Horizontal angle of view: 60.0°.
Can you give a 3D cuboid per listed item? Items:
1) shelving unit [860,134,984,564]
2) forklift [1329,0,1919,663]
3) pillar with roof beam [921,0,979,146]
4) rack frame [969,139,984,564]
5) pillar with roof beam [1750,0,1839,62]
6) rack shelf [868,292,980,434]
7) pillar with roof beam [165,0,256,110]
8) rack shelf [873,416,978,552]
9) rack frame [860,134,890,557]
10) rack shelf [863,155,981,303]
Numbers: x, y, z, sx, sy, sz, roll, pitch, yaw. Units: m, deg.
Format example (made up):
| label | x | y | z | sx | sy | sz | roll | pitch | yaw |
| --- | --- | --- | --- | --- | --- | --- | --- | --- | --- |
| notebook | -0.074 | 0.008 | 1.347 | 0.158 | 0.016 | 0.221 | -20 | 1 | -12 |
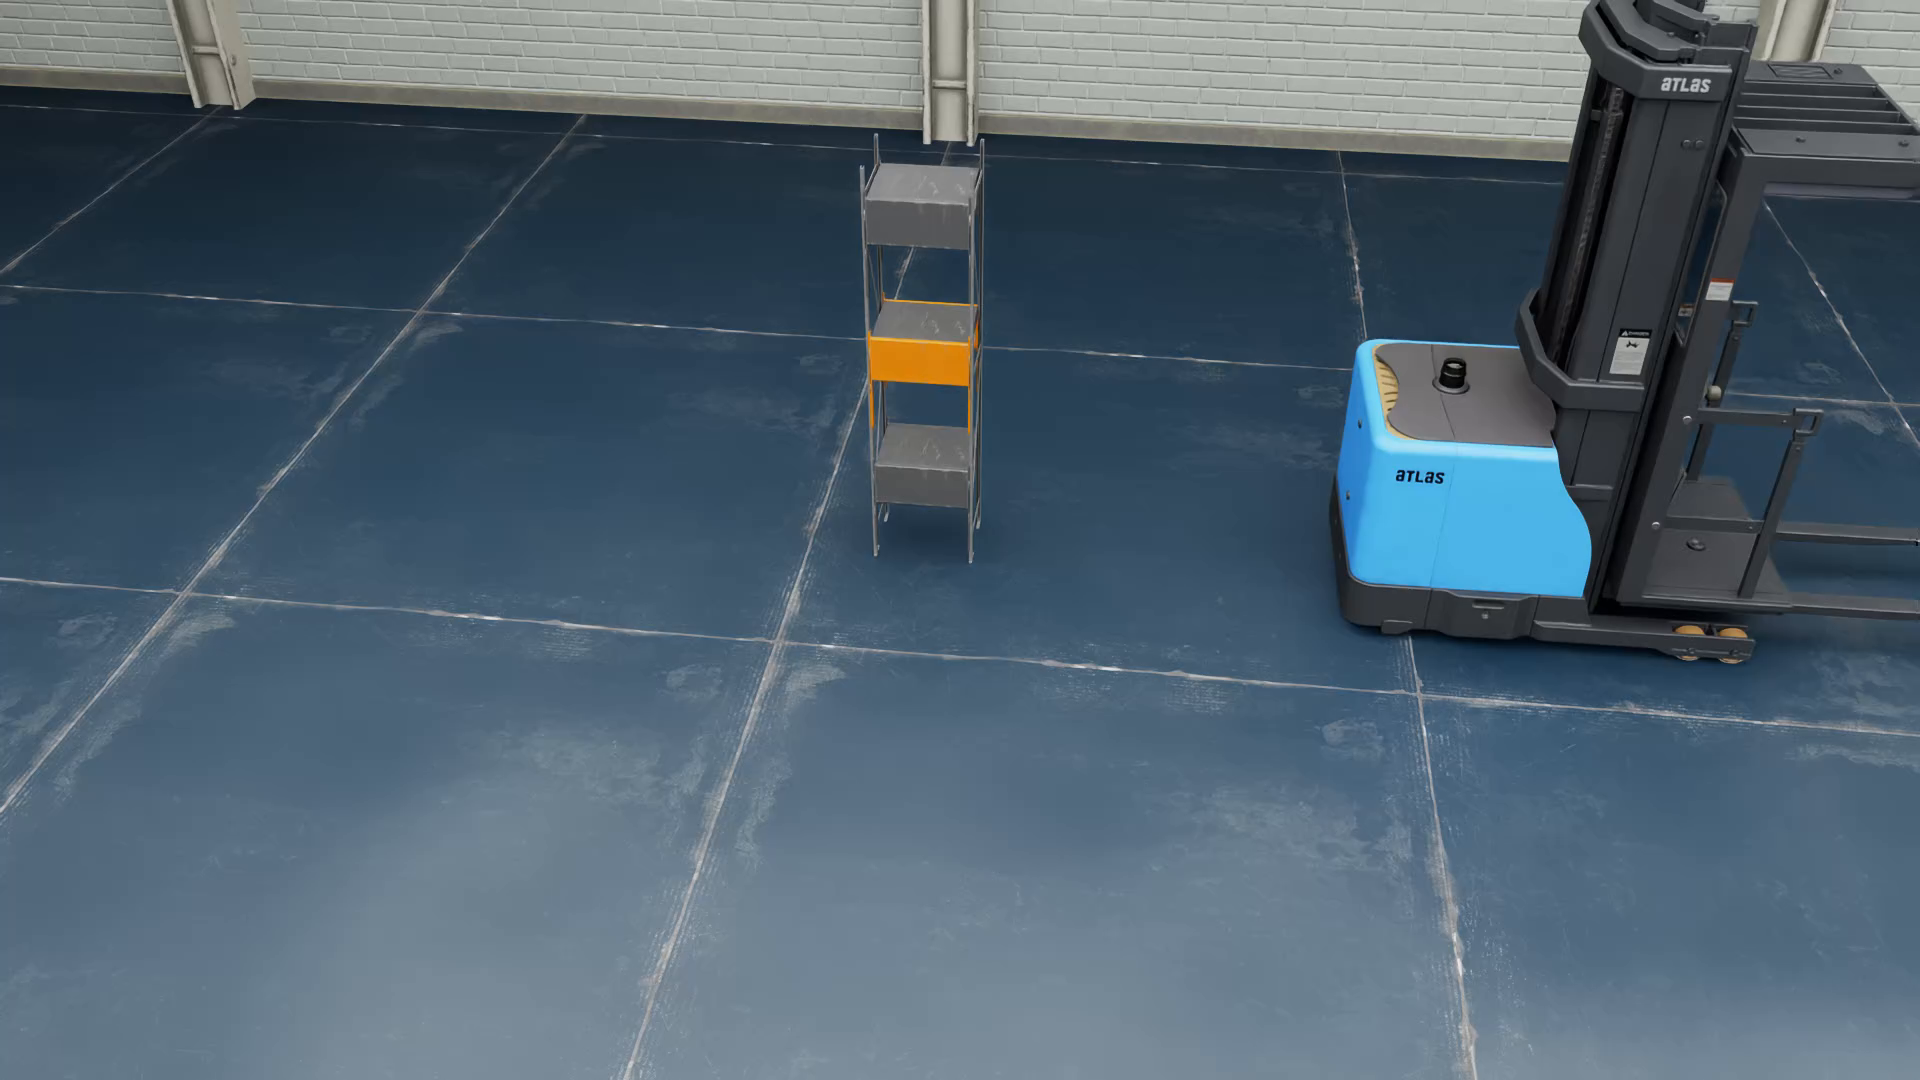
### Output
| label | x | y | z | sx | sy | sz | roll | pitch | yaw |
| --- | --- | --- | --- | --- | --- | --- | --- | --- | --- |
| shelving unit | -0.164 | -0.867 | 8.014 | 0.503 | 2.100 | 0.431 | 4 | 36 | 6 |
| forklift | 3.386 | -0.942 | 7.403 | 3.031 | 2.935 | 1.130 | 4 | 36 | 5 |
| pillar with roof beam | -0.619 | -4.335 | 6.935 | 0.400 | 9.000 | 9.100 | 4 | 36 | 6 |
| rack frame | 0.078 | -0.849 | 7.989 | 0.015 | 2.100 | 0.400 | 4 | 36 | 6 |
| pillar with roof beam | 5.332 | -3.891 | 6.313 | 0.400 | 9.000 | 9.100 | 4 | 36 | 6 |
| rack shelf | -0.164 | -0.856 | 8.022 | 0.480 | 0.518 | 0.431 | 4 | 36 | 6 |
| pillar with roof beam | -6.570 | -4.779 | 7.557 | 0.400 | 9.000 | 9.100 | 4 | 36 | 6 |
| rack shelf | -0.164 | -0.286 | 8.429 | 0.480 | 0.518 | 0.431 | 4 | 36 | 6 |
| rack frame | -0.406 | -0.885 | 8.040 | 0.015 | 2.100 | 0.400 | 4 | 36 | 6 |
| rack shelf | -0.164 | -1.426 | 7.616 | 0.480 | 0.518 | 0.431 | 4 | 36 | 6 |
